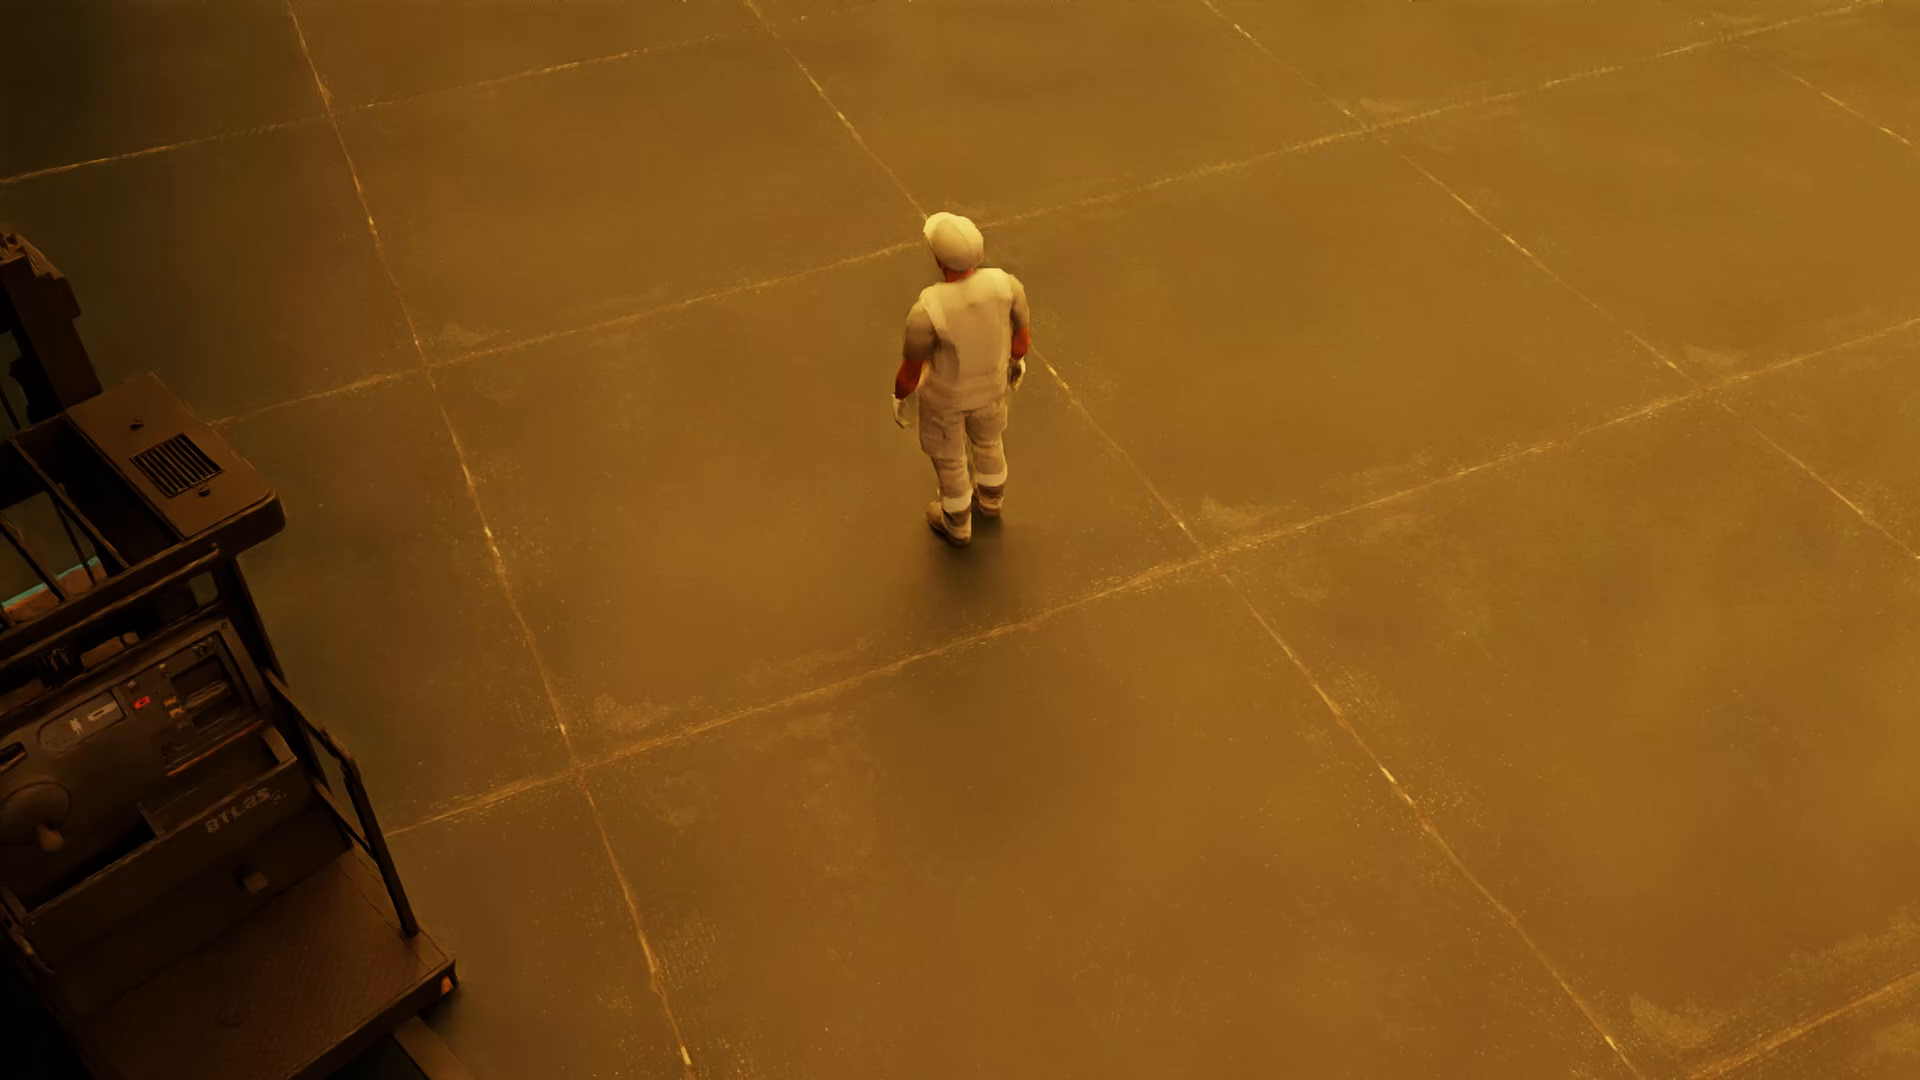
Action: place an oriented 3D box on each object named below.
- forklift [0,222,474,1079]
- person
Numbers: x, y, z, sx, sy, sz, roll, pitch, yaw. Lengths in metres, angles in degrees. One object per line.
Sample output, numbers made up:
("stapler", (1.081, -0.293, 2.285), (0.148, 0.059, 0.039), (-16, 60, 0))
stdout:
("forklift", (-2.462, 0.671, 4.961), (1.130, 2.935, 3.031), (-34, 53, -31))
("person", (-0.023, -0.713, 7.271), (0.636, 1.787, 0.561), (-18, 46, -18))
